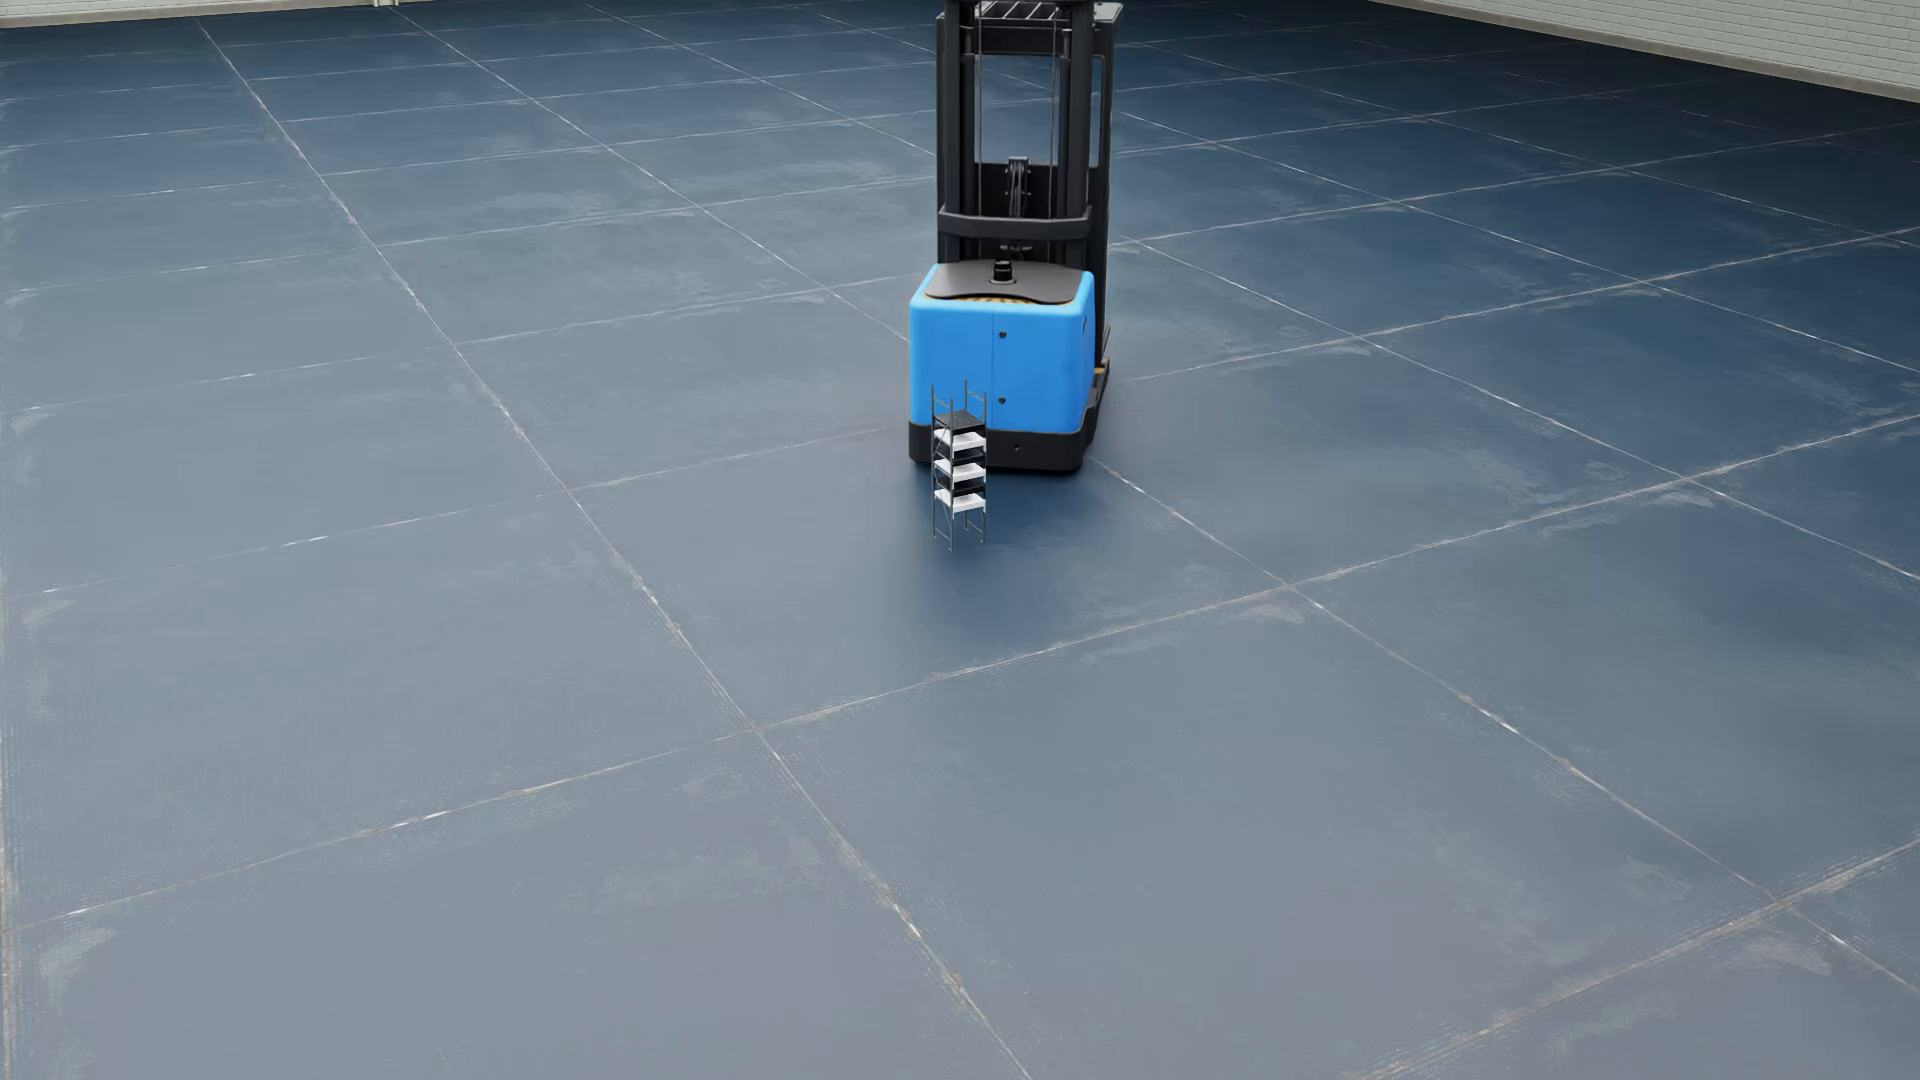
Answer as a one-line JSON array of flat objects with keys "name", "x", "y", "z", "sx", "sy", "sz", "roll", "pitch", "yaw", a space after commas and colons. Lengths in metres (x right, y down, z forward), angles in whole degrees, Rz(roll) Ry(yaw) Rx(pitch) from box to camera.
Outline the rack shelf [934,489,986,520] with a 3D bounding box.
[{"name": "rack shelf", "x": -0.007, "y": -0.212, "z": 9.144, "sx": 0.200, "sy": 0.077, "sz": 0.258, "roll": -13, "pitch": 29, "yaw": -25}]

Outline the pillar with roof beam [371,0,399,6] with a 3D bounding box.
[{"name": "pillar with roof beam", "x": -7.691, "y": -11.459, "z": 22.720, "sx": 0.400, "sy": 9.000, "sz": 9.100, "roll": -13, "pitch": 29, "yaw": -25}]

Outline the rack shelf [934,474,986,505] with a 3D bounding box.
[{"name": "rack shelf", "x": -0.007, "y": -0.293, "z": 9.105, "sx": 0.200, "sy": 0.077, "sz": 0.258, "roll": -13, "pitch": 29, "yaw": -25}]

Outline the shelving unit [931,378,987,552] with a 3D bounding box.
[{"name": "shelving unit", "x": -0.007, "y": -0.404, "z": 9.052, "sx": 0.210, "sy": 0.900, "sz": 0.258, "roll": -13, "pitch": 29, "yaw": -25}]

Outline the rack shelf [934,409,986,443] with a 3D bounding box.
[{"name": "rack shelf", "x": -0.007, "y": -0.617, "z": 8.949, "sx": 0.200, "sy": 0.077, "sz": 0.258, "roll": -13, "pitch": 29, "yaw": -25}]

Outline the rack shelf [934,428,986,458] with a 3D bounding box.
[{"name": "rack shelf", "x": -0.007, "y": -0.536, "z": 8.988, "sx": 0.200, "sy": 0.077, "sz": 0.258, "roll": -13, "pitch": 29, "yaw": -25}]

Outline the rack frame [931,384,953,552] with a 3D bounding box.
[{"name": "rack frame", "x": -0.097, "y": -0.383, "z": 9.009, "sx": 0.006, "sy": 0.900, "sz": 0.240, "roll": -13, "pitch": 29, "yaw": -25}]

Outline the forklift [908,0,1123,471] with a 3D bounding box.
[{"name": "forklift", "x": 0.437, "y": -2.345, "z": 10.748, "sx": 1.130, "sy": 2.935, "sz": 3.031, "roll": 4, "pitch": 26, "yaw": 8}]

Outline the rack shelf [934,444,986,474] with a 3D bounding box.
[{"name": "rack shelf", "x": -0.007, "y": -0.455, "z": 9.027, "sx": 0.200, "sy": 0.077, "sz": 0.258, "roll": -13, "pitch": 29, "yaw": -25}]

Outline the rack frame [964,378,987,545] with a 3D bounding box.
[{"name": "rack frame", "x": 0.083, "y": -0.425, "z": 9.095, "sx": 0.006, "sy": 0.900, "sz": 0.240, "roll": -13, "pitch": 29, "yaw": -25}]

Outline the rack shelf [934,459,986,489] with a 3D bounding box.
[{"name": "rack shelf", "x": -0.007, "y": -0.374, "z": 9.066, "sx": 0.200, "sy": 0.077, "sz": 0.258, "roll": -13, "pitch": 29, "yaw": -25}]
